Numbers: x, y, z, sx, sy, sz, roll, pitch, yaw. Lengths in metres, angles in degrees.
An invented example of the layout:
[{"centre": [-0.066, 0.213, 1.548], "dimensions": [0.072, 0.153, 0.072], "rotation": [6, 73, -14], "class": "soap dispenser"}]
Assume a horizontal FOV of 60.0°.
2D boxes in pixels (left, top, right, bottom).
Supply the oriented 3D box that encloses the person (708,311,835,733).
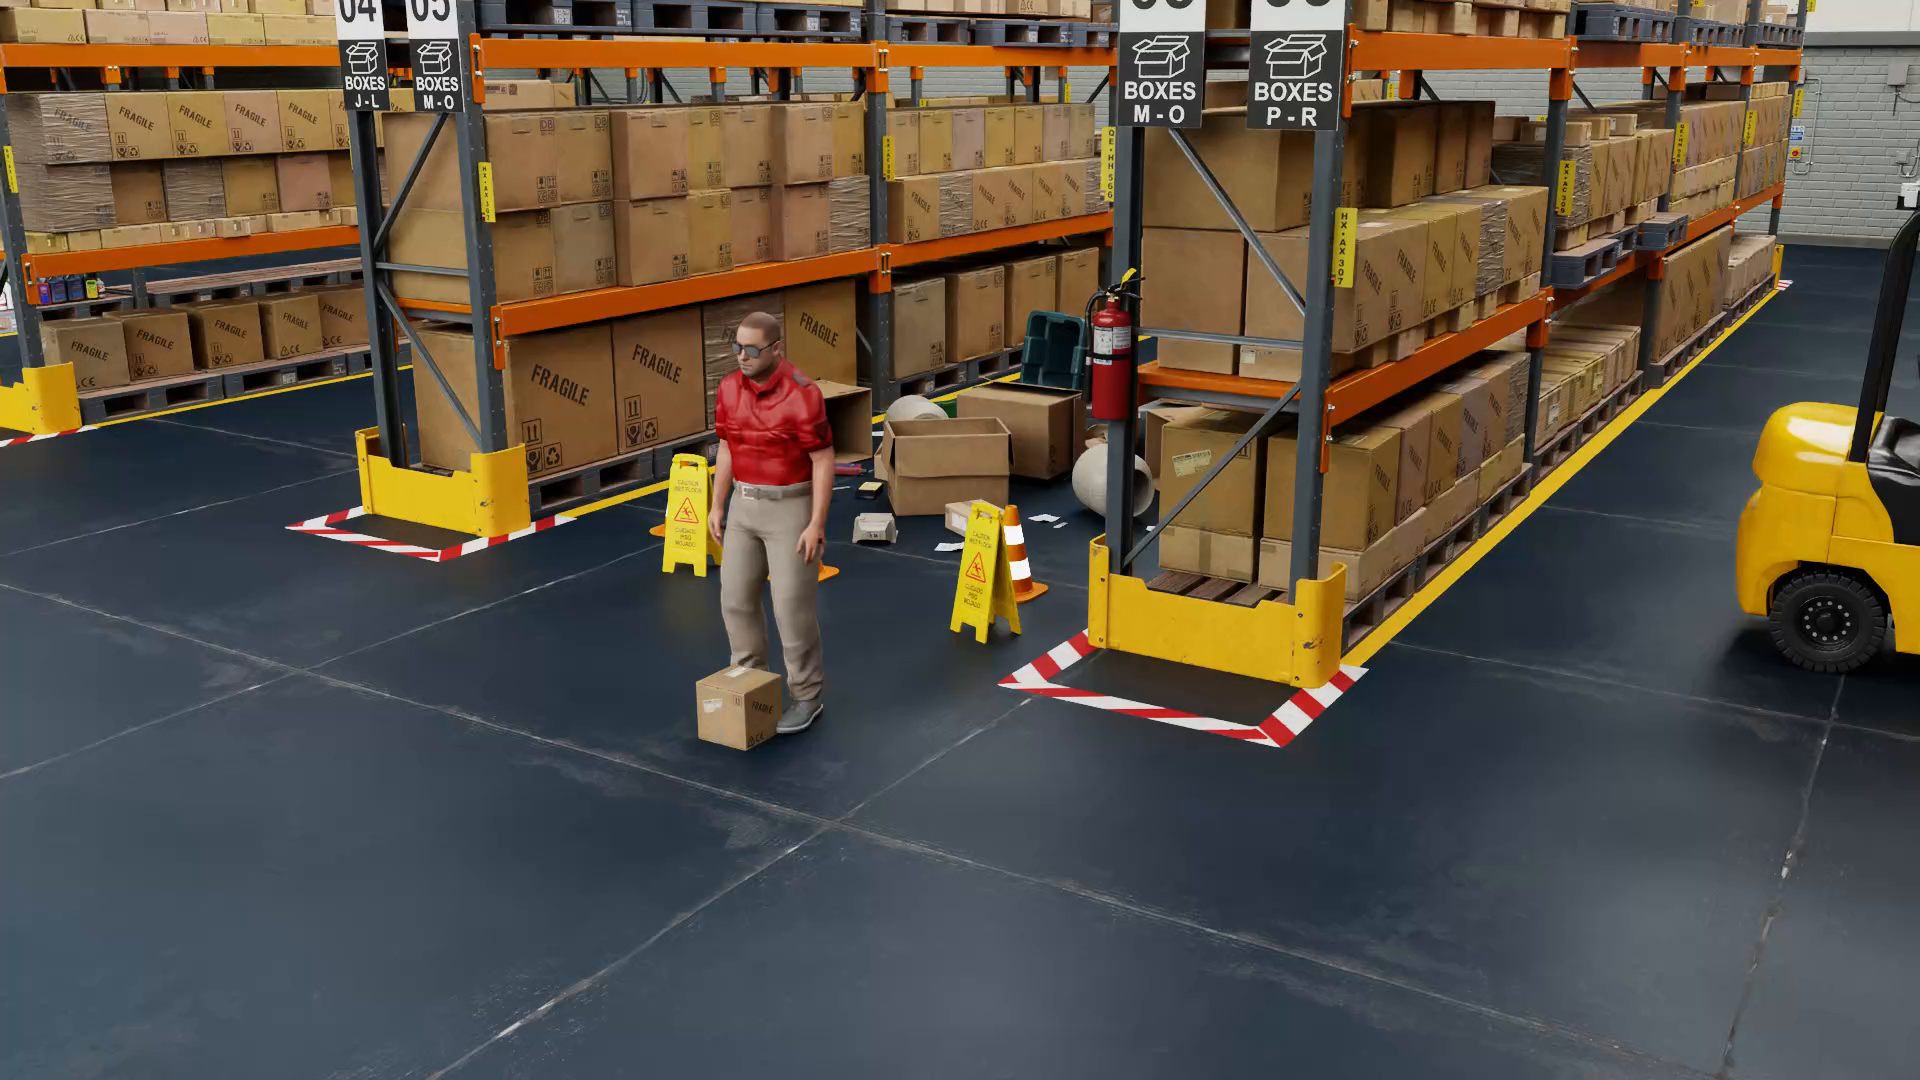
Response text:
[{"centre": [-0.780, -0.085, 6.850], "dimensions": [0.585, 1.727, 0.390], "rotation": [10, 19, 30], "class": "person"}]
